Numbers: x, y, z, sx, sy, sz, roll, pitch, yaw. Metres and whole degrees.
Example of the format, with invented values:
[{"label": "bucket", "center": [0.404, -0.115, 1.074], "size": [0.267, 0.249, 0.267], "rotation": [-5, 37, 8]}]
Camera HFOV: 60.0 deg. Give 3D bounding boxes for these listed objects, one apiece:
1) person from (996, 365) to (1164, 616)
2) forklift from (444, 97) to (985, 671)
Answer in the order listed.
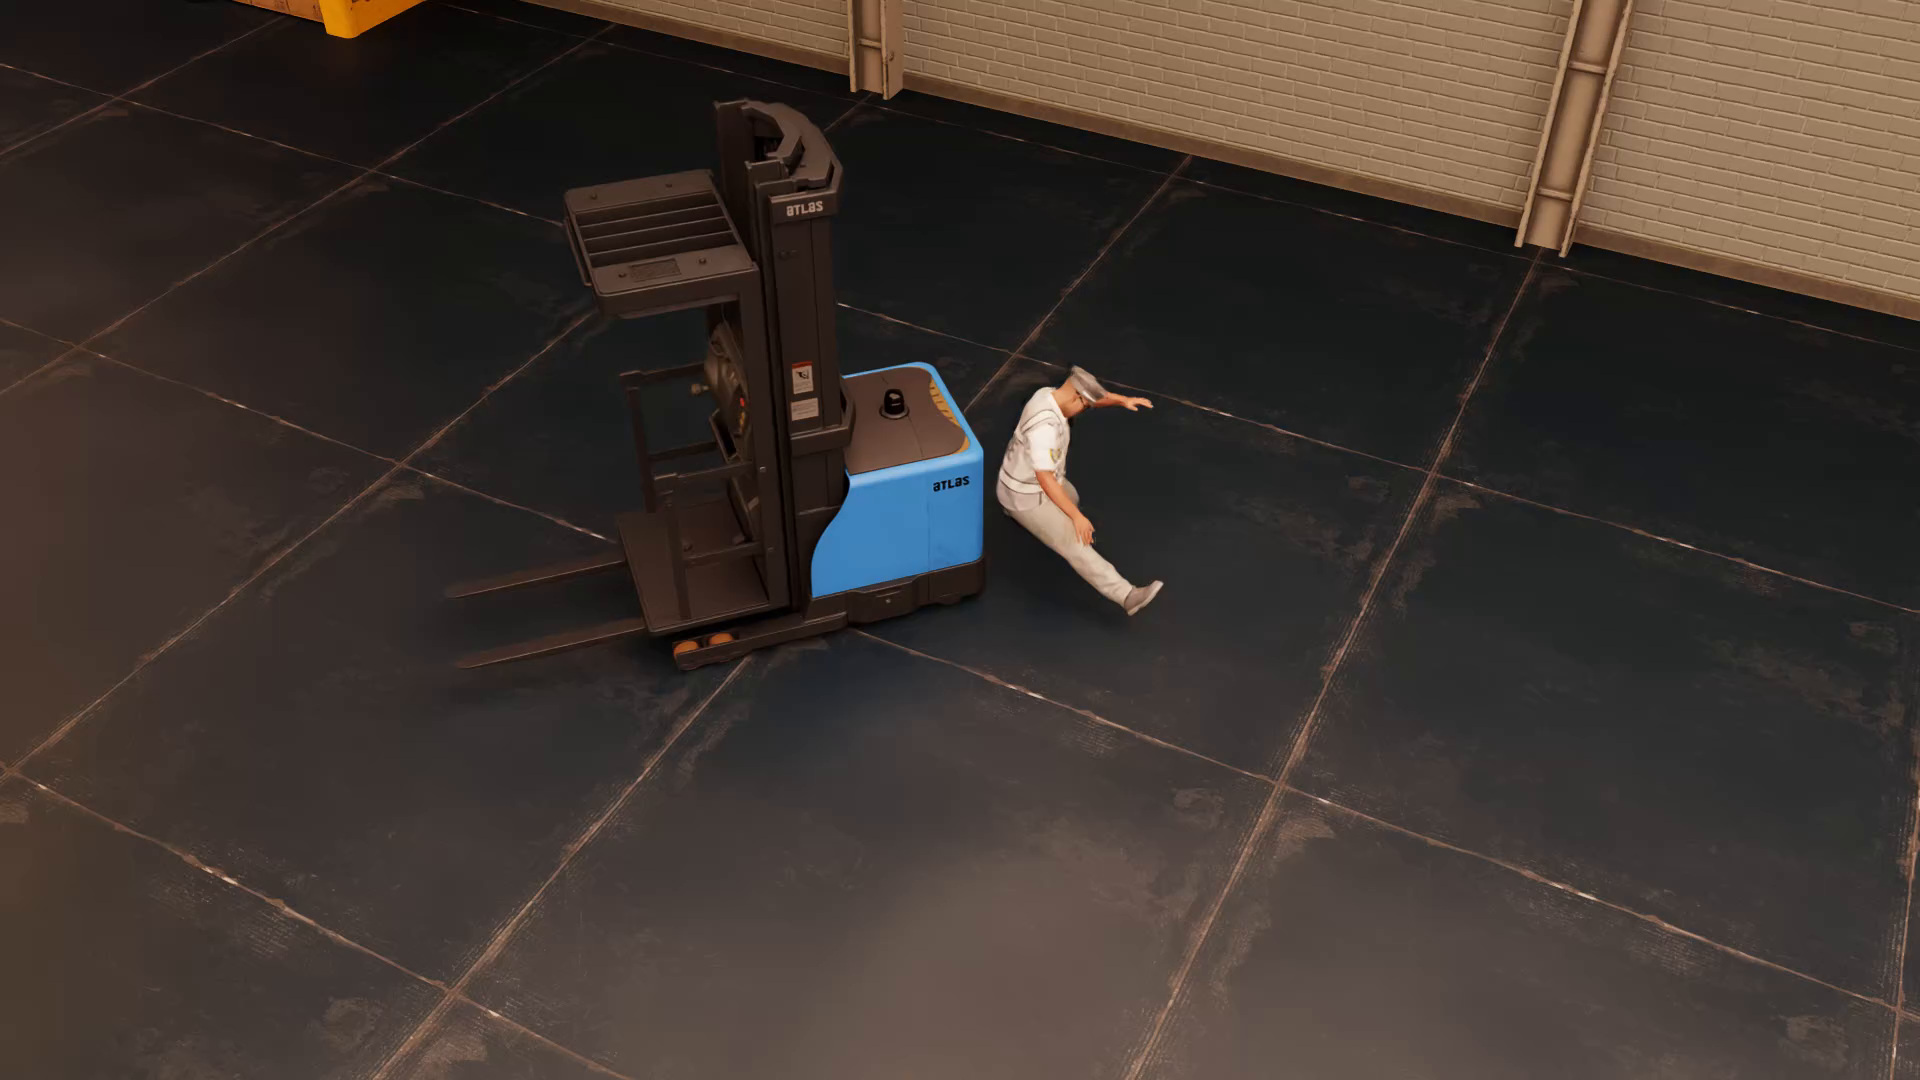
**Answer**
[{"label": "person", "center": [0.710, -0.347, 9.596], "size": [1.143, 1.419, 1.040], "rotation": [10, 41, 12]}, {"label": "forklift", "center": [-1.427, -0.771, 8.902], "size": [3.031, 2.935, 1.130], "rotation": [-13, 42, -14]}]
